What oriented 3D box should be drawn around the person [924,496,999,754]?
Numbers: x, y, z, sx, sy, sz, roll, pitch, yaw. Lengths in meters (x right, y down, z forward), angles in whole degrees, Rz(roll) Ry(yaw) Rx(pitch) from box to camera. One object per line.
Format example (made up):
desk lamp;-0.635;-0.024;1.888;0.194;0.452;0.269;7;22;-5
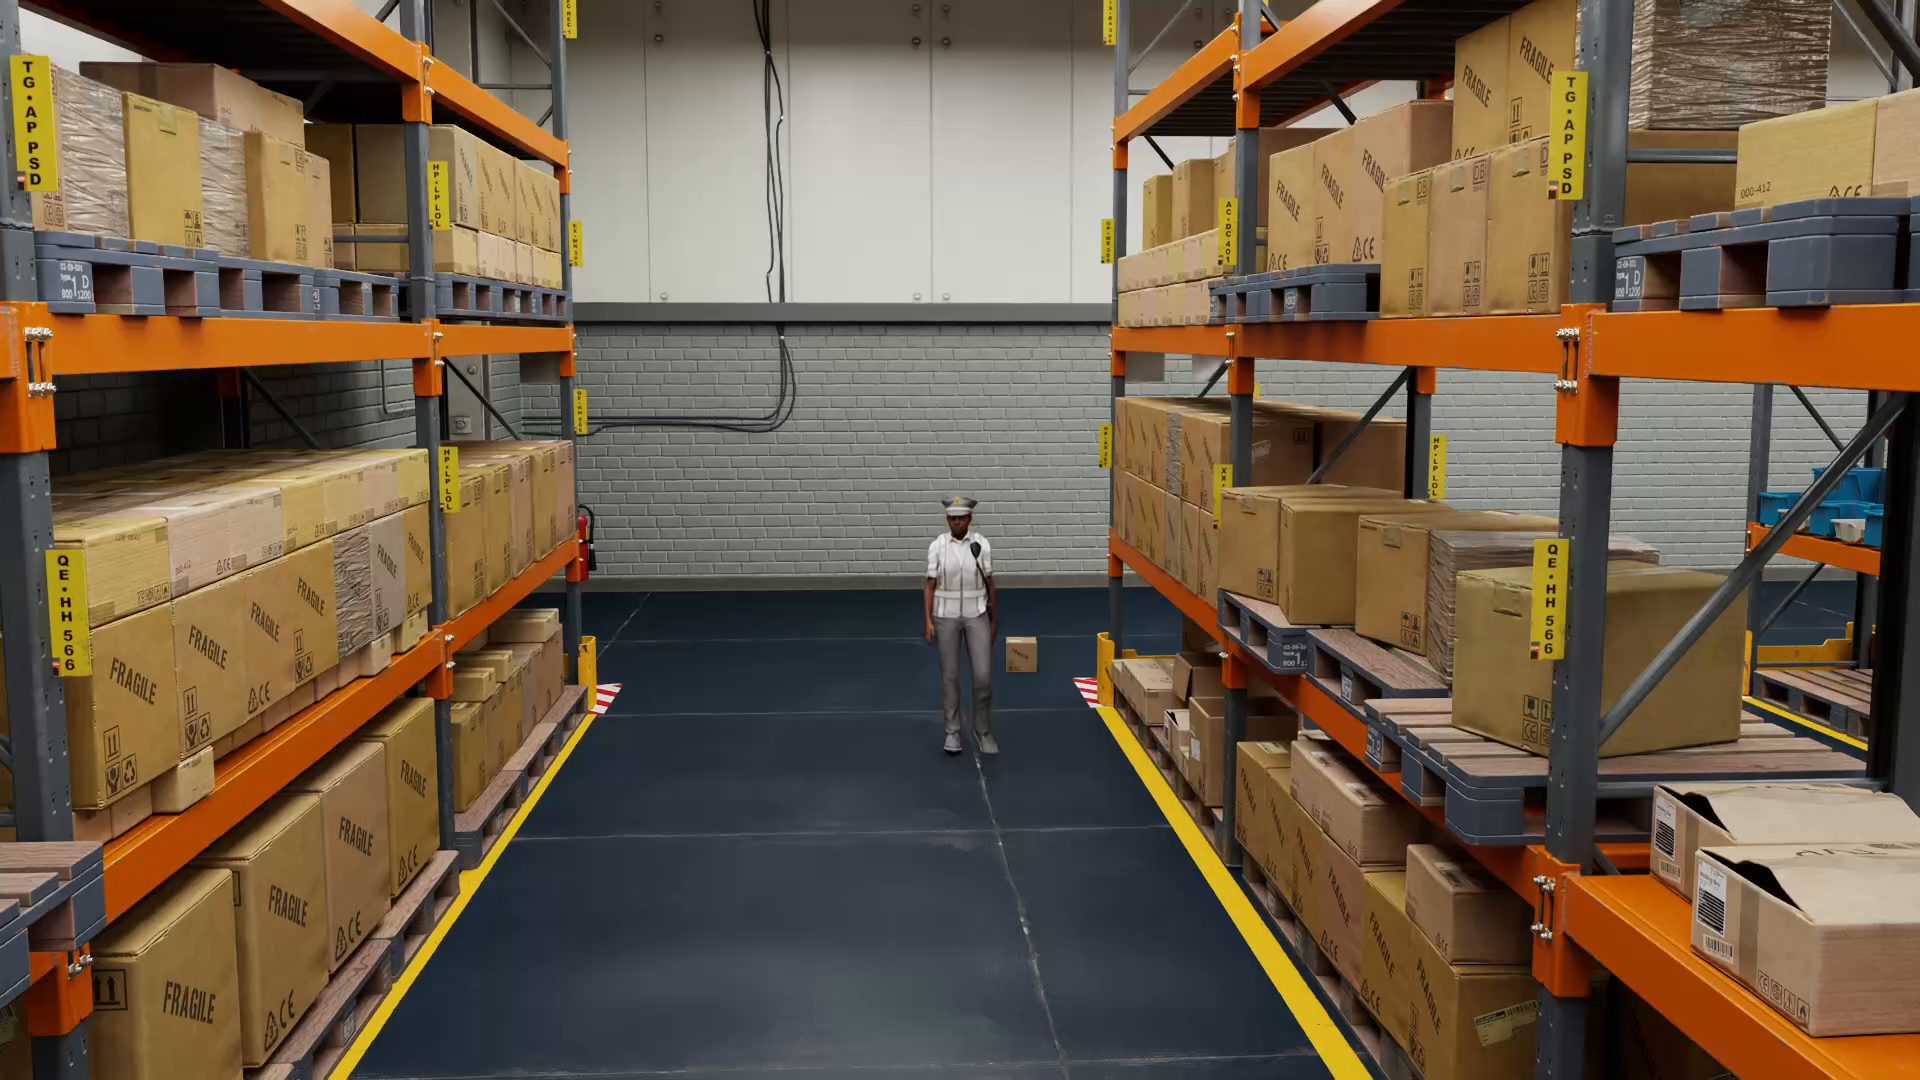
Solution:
person;0.011;0.573;11.063;0.500;1.741;0.408;0;7;0
